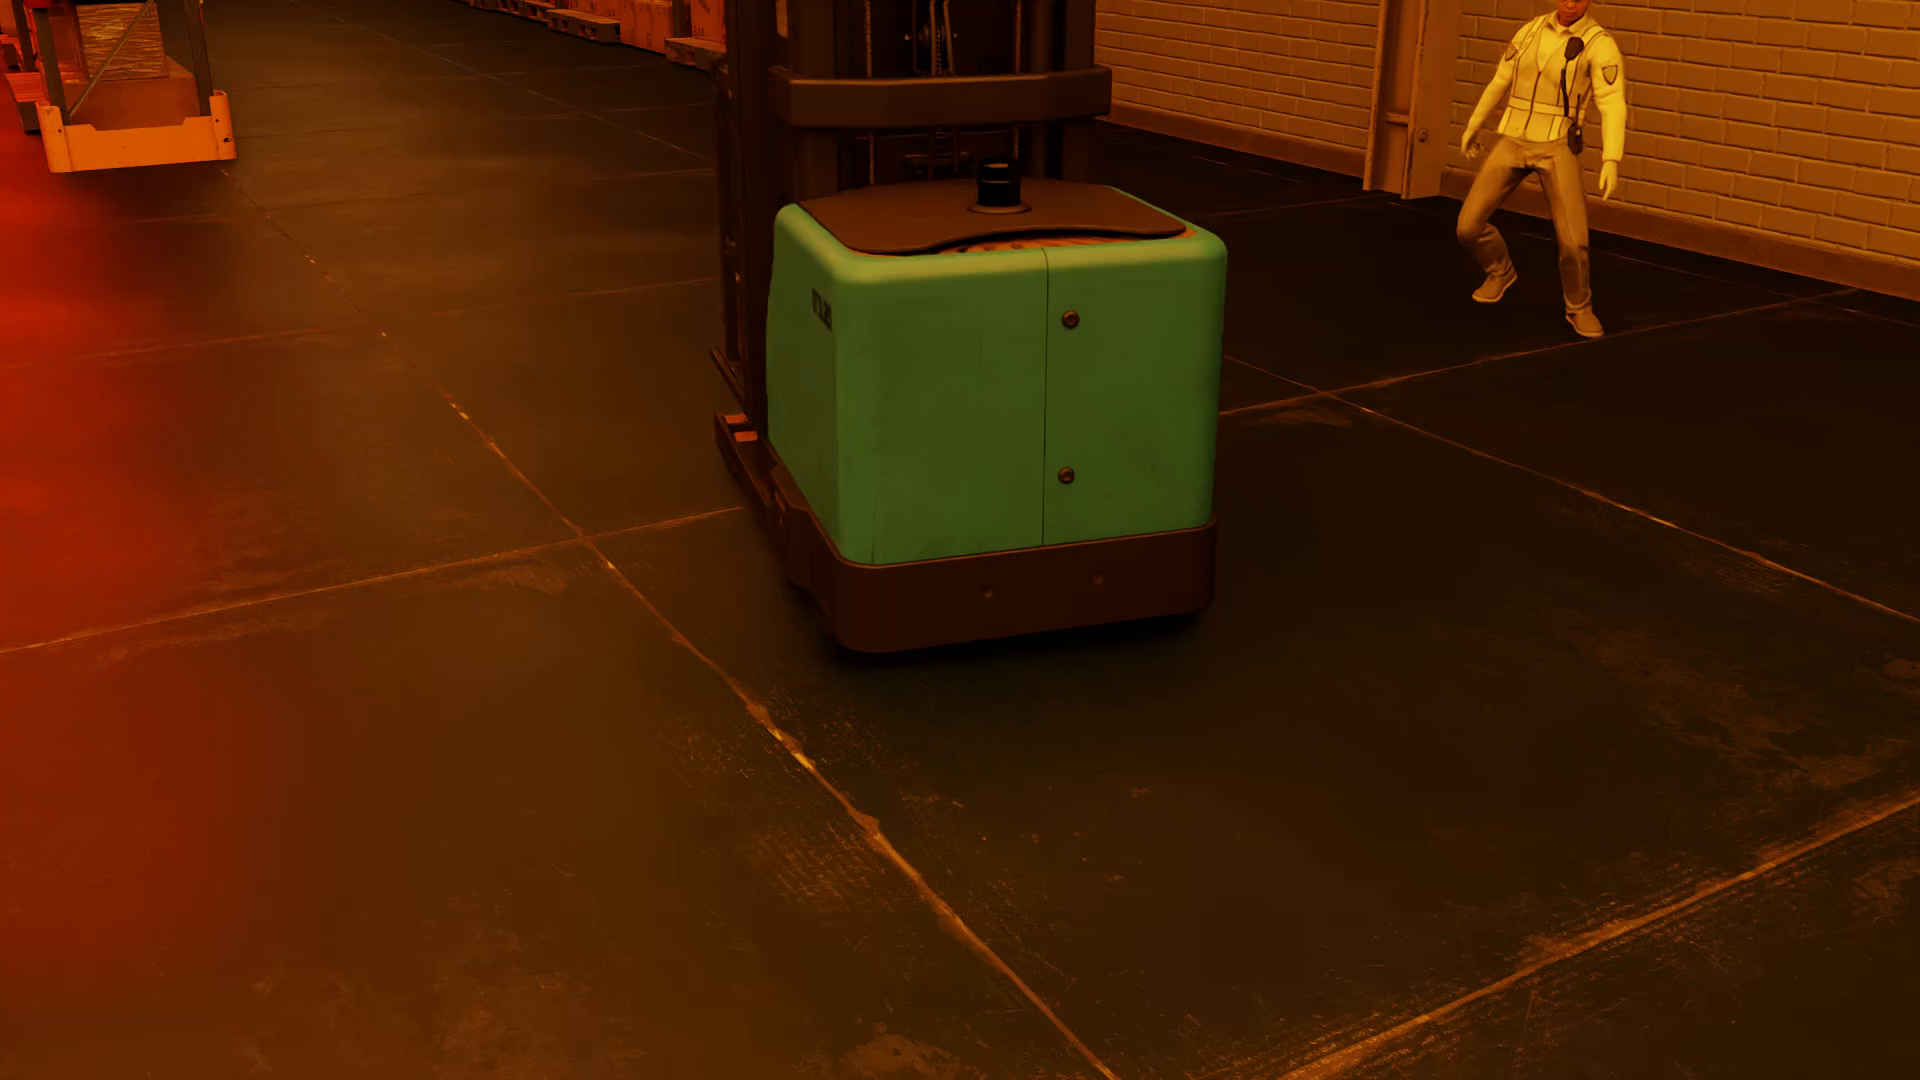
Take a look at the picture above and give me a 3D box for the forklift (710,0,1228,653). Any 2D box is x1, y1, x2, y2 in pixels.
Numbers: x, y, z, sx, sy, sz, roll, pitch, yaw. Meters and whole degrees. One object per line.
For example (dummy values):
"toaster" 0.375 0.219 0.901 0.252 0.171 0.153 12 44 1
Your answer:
"forklift" -0.226 -1.597 5.166 1.130 2.935 3.031 -7 23 -16

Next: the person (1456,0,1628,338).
"person" 2.530 -1.720 7.268 0.460 1.583 0.820 -18 28 -37
